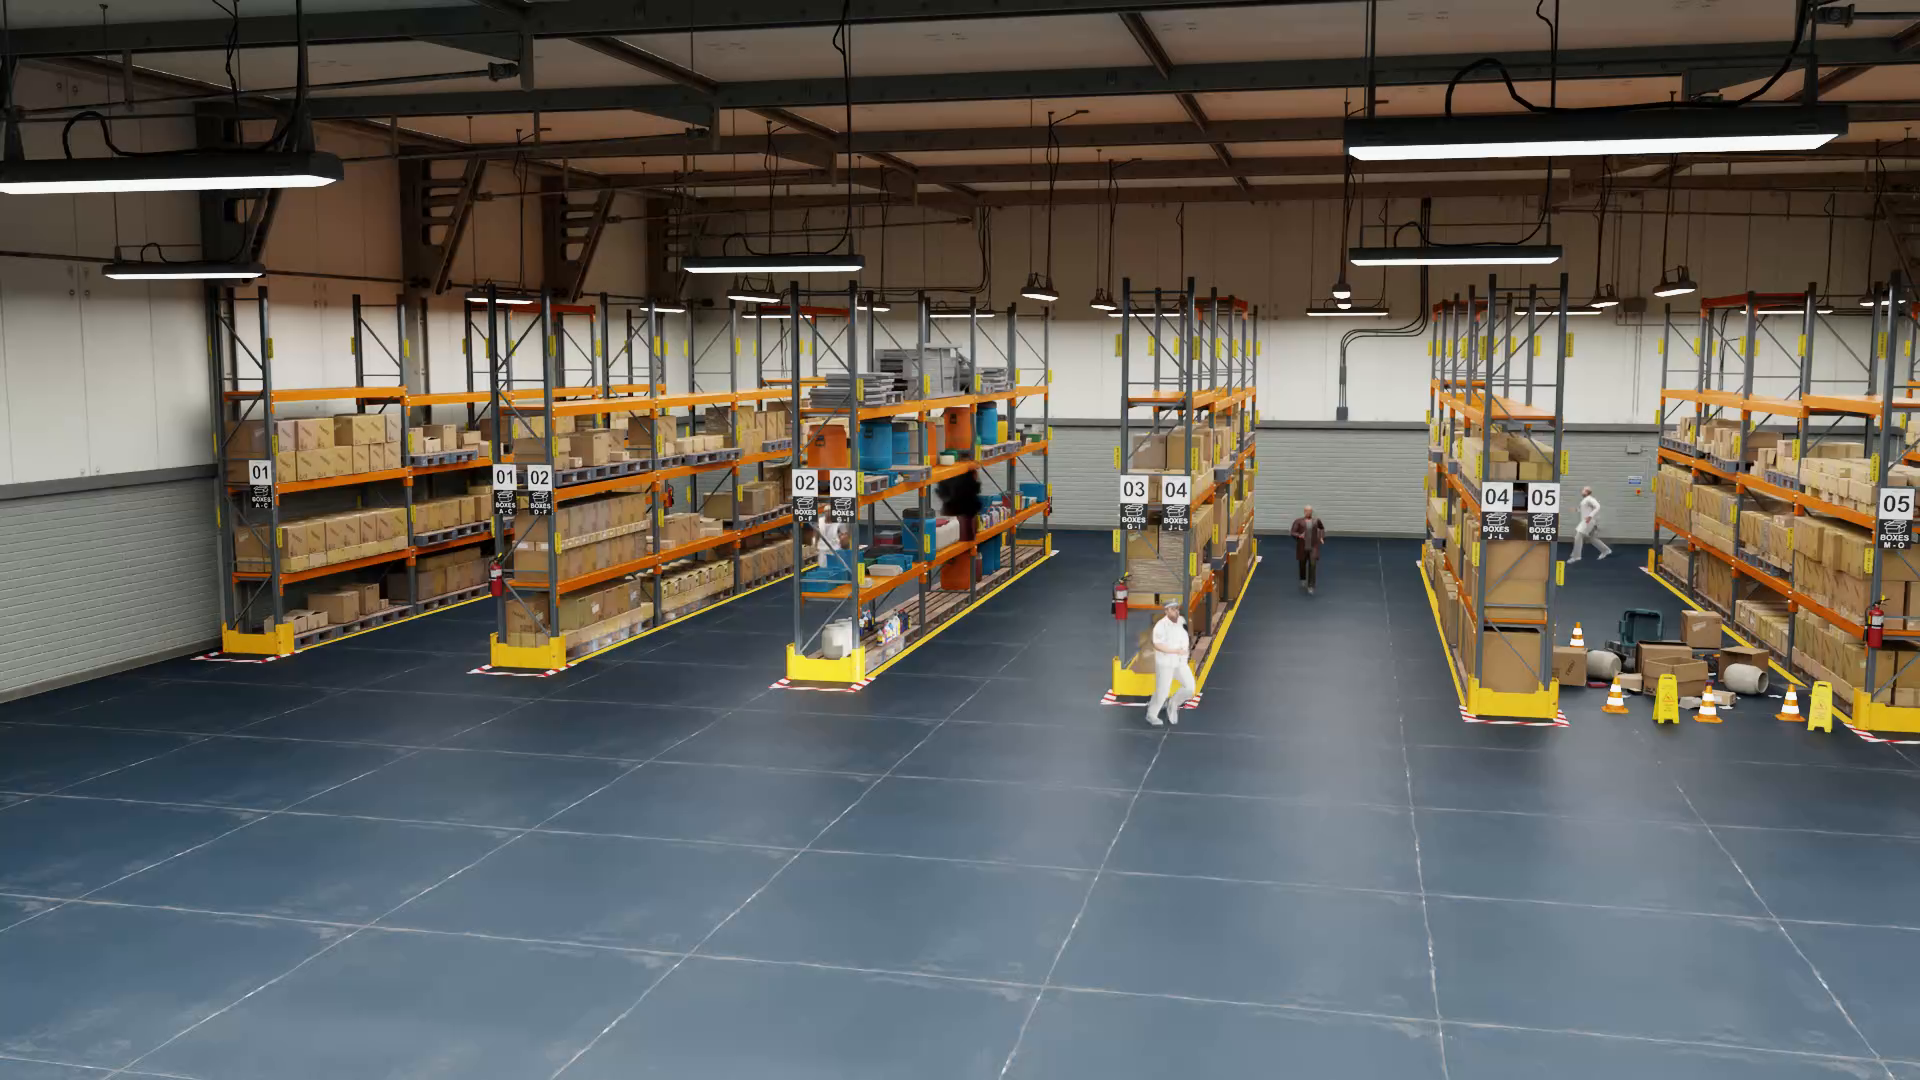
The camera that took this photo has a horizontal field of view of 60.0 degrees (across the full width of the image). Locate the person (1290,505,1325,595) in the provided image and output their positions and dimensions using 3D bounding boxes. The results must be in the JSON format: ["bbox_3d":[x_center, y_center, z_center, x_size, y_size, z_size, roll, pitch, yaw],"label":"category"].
[{"bbox_3d":[7.128,0.175,34.110,0.707,1.773,1.070,1,7,7],"label":"person"}]

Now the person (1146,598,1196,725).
[{"bbox_3d":[2.819,1.607,21.942,0.683,1.738,0.824,-4,8,-29],"label":"person"}]

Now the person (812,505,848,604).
[{"bbox_3d":[-2.481,0.241,31.658,0.720,1.864,0.780,1,7,7],"label":"person"}]

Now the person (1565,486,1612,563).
[{"bbox_3d":[14.724,-0.344,38.851,1.041,1.817,0.726,2,7,17],"label":"person"}]
